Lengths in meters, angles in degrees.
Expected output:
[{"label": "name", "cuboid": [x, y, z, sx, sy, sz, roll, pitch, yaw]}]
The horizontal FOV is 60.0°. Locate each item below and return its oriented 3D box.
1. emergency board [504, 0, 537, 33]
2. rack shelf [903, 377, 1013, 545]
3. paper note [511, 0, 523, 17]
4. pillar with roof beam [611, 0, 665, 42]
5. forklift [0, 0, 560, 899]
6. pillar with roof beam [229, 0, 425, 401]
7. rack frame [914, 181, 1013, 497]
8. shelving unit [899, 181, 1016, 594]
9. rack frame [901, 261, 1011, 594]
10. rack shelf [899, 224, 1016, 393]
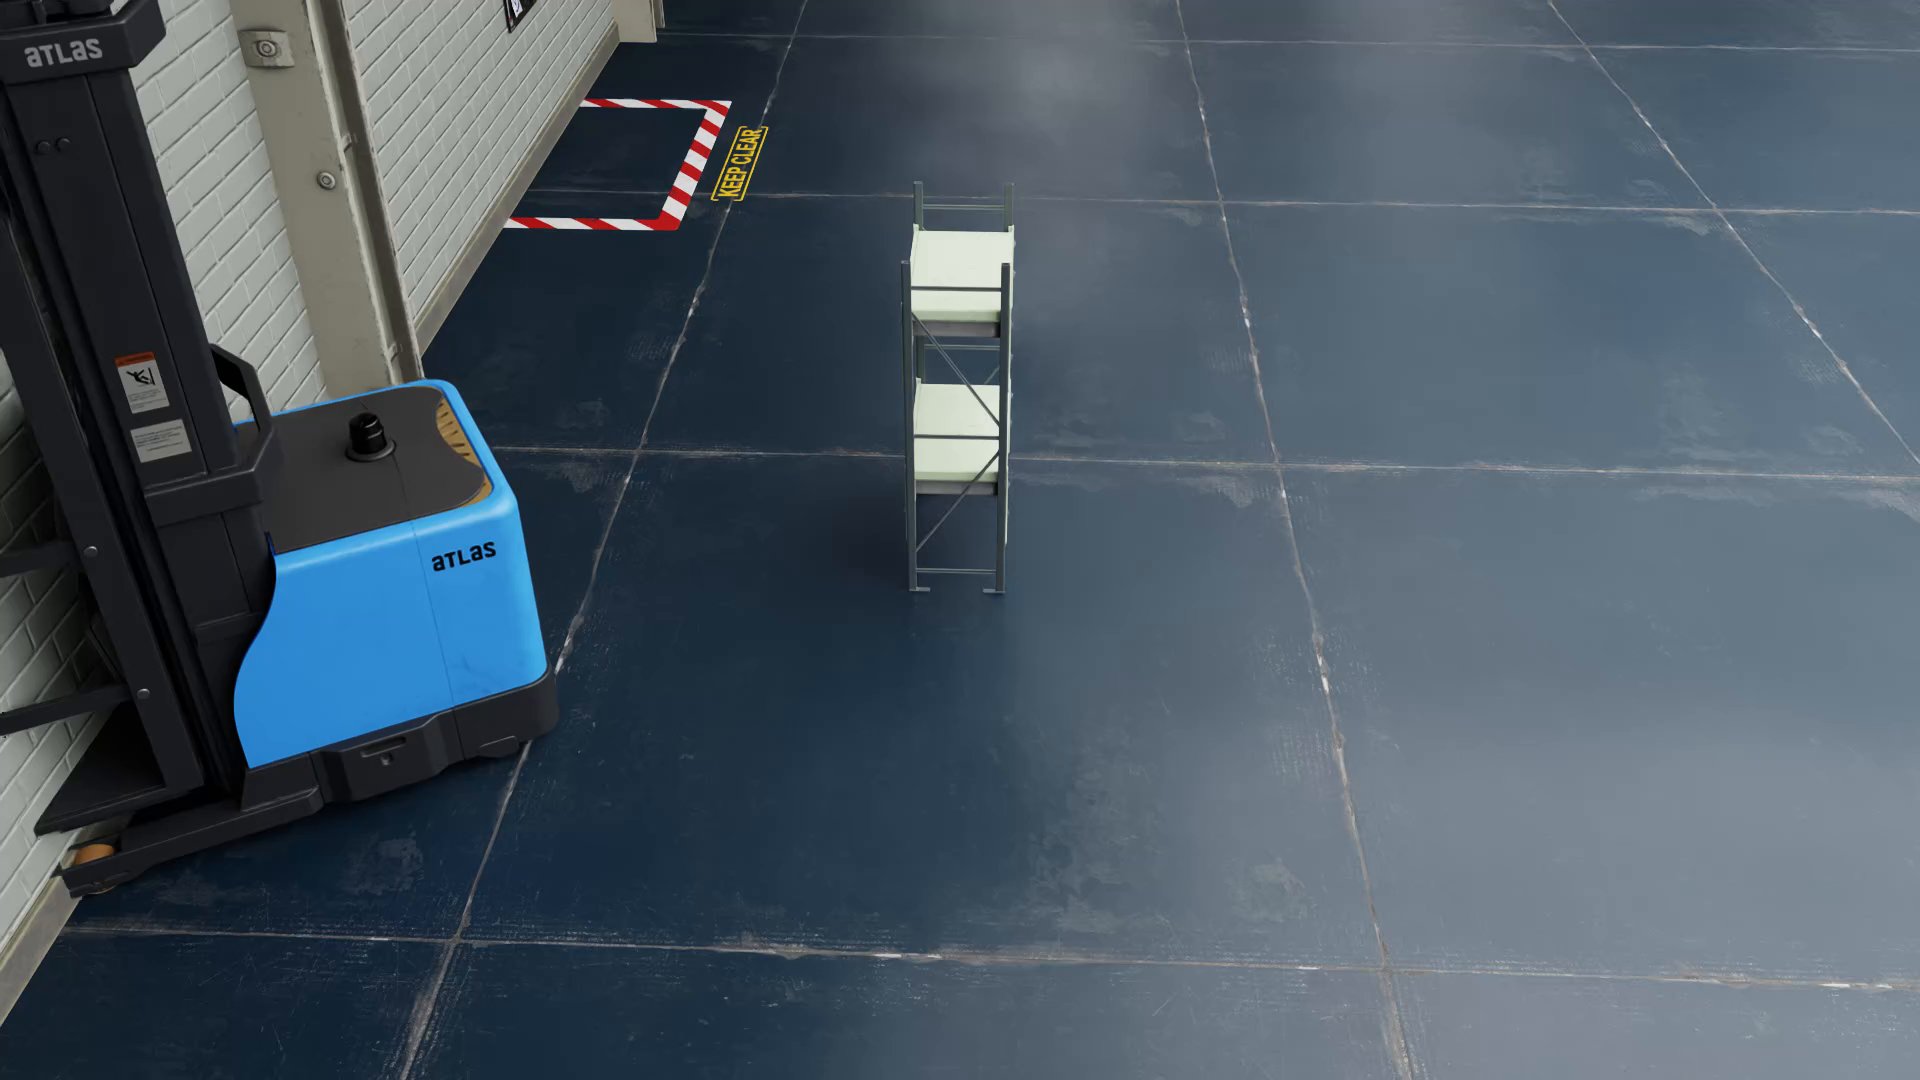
[{"label": "emergency board", "cuboid": [-2.616, -3.700, 9.907, 0.157, 1.169, 0.626, 1, 35, 2]}, {"label": "rack shelf", "cuboid": [0.000, -0.343, 7.001, 0.431, 0.370, 0.720, 1, 35, 2]}, {"label": "paper note", "cuboid": [-2.673, -3.245, 10.024, 0.016, 0.148, 0.142, 1, 35, 2]}, {"label": "pillar with roof beam", "cuboid": [1.842, -7.479, 10.066, 9.100, 9.000, 0.400, 1, 35, 2]}, {"label": "forklift", "cuboid": [-3.036, -0.312, 5.145, 3.031, 2.935, 1.130, -17, 38, -22]}, {"label": "pillar with roof beam", "cuboid": [1.601, -4.032, 5.161, 9.100, 9.000, 0.400, 1, 35, 2]}, {"label": "rack frame", "cuboid": [0.014, -0.820, 7.113, 0.400, 1.500, 0.023, 1, 35, 2]}, {"label": "shelving unit", "cuboid": [0.000, -0.610, 6.813, 0.431, 1.500, 0.755, 1, 35, 2]}, {"label": "rack frame", "cuboid": [-0.015, -0.399, 6.514, 0.400, 1.500, 0.023, 1, 35, 2]}, {"label": "rack shelf", "cuboid": [0.000, -0.929, 6.589, 0.431, 0.370, 0.720, 1, 35, 2]}]
